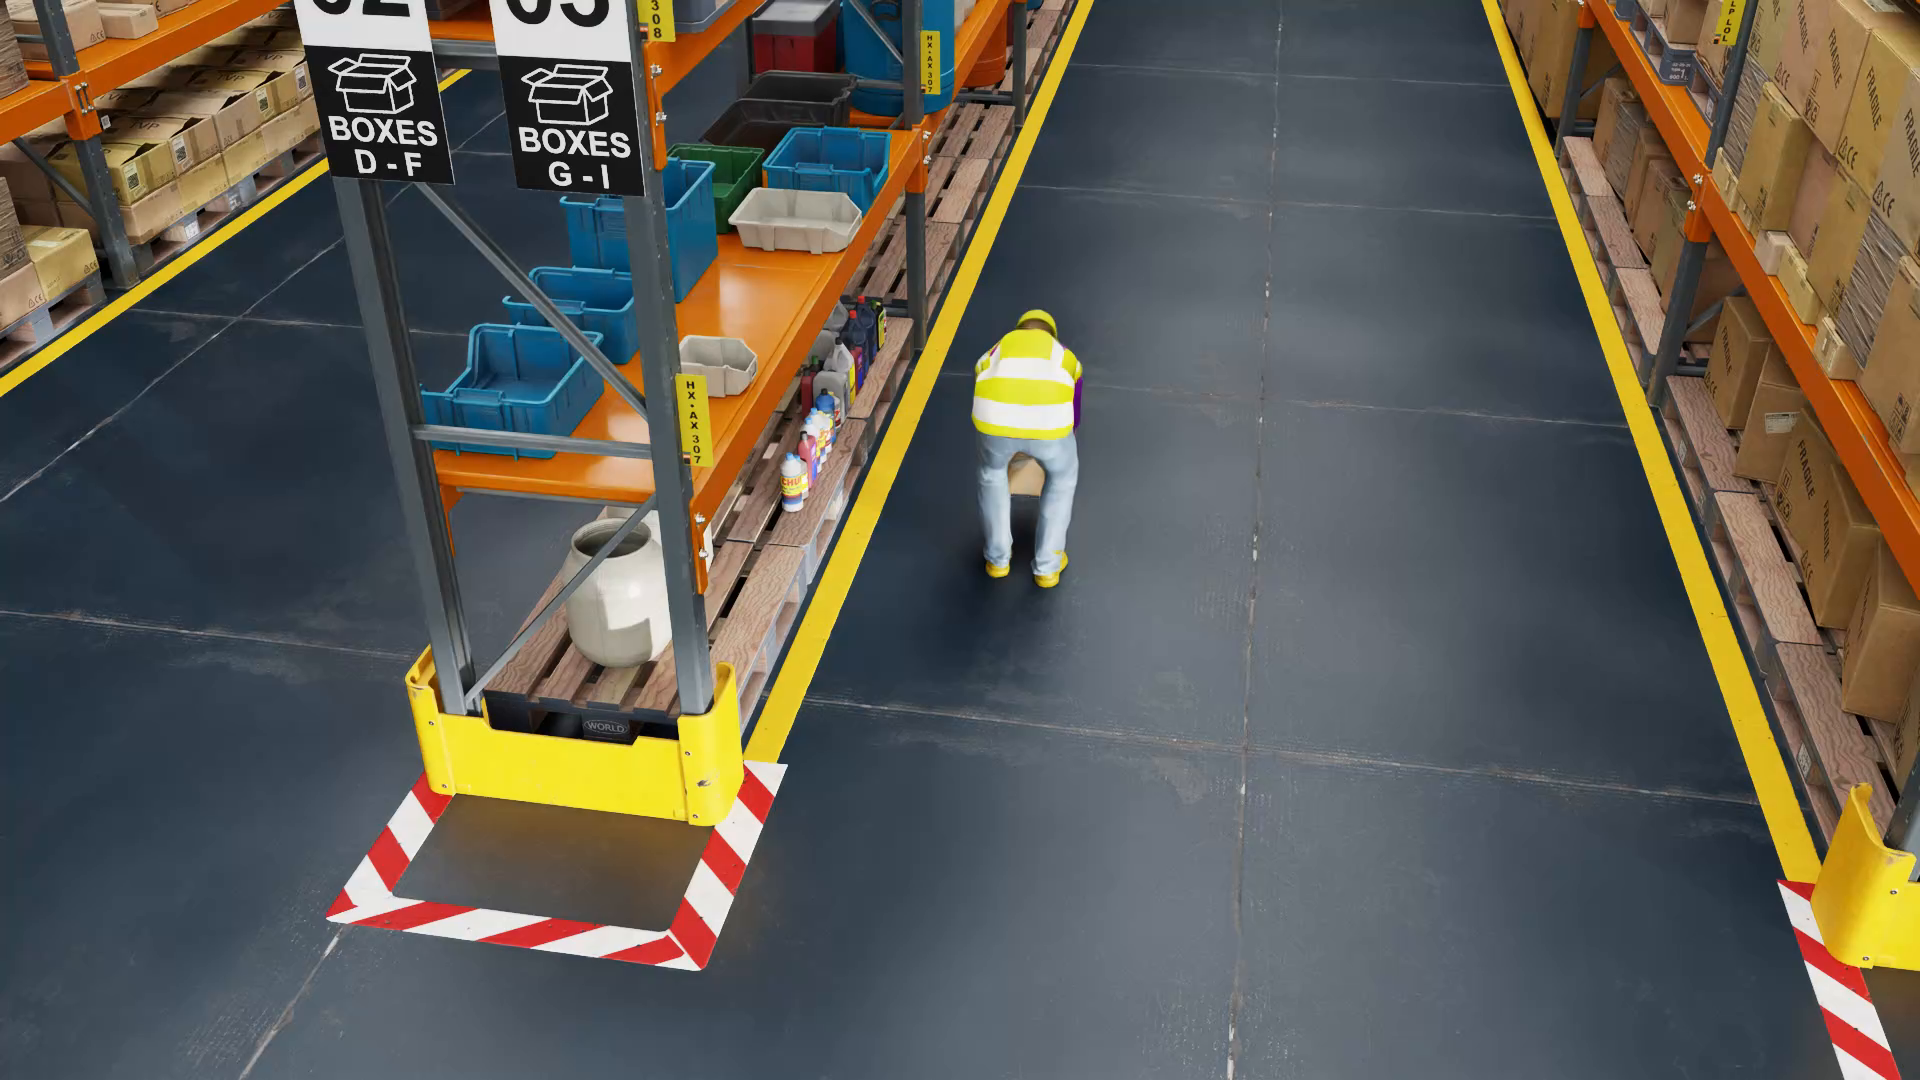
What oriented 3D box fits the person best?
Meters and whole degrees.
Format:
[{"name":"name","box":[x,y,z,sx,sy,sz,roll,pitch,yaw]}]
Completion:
[{"name":"person","box":[0.297,-0.434,7.458,0.489,1.065,0.982,4,32,6]}]
